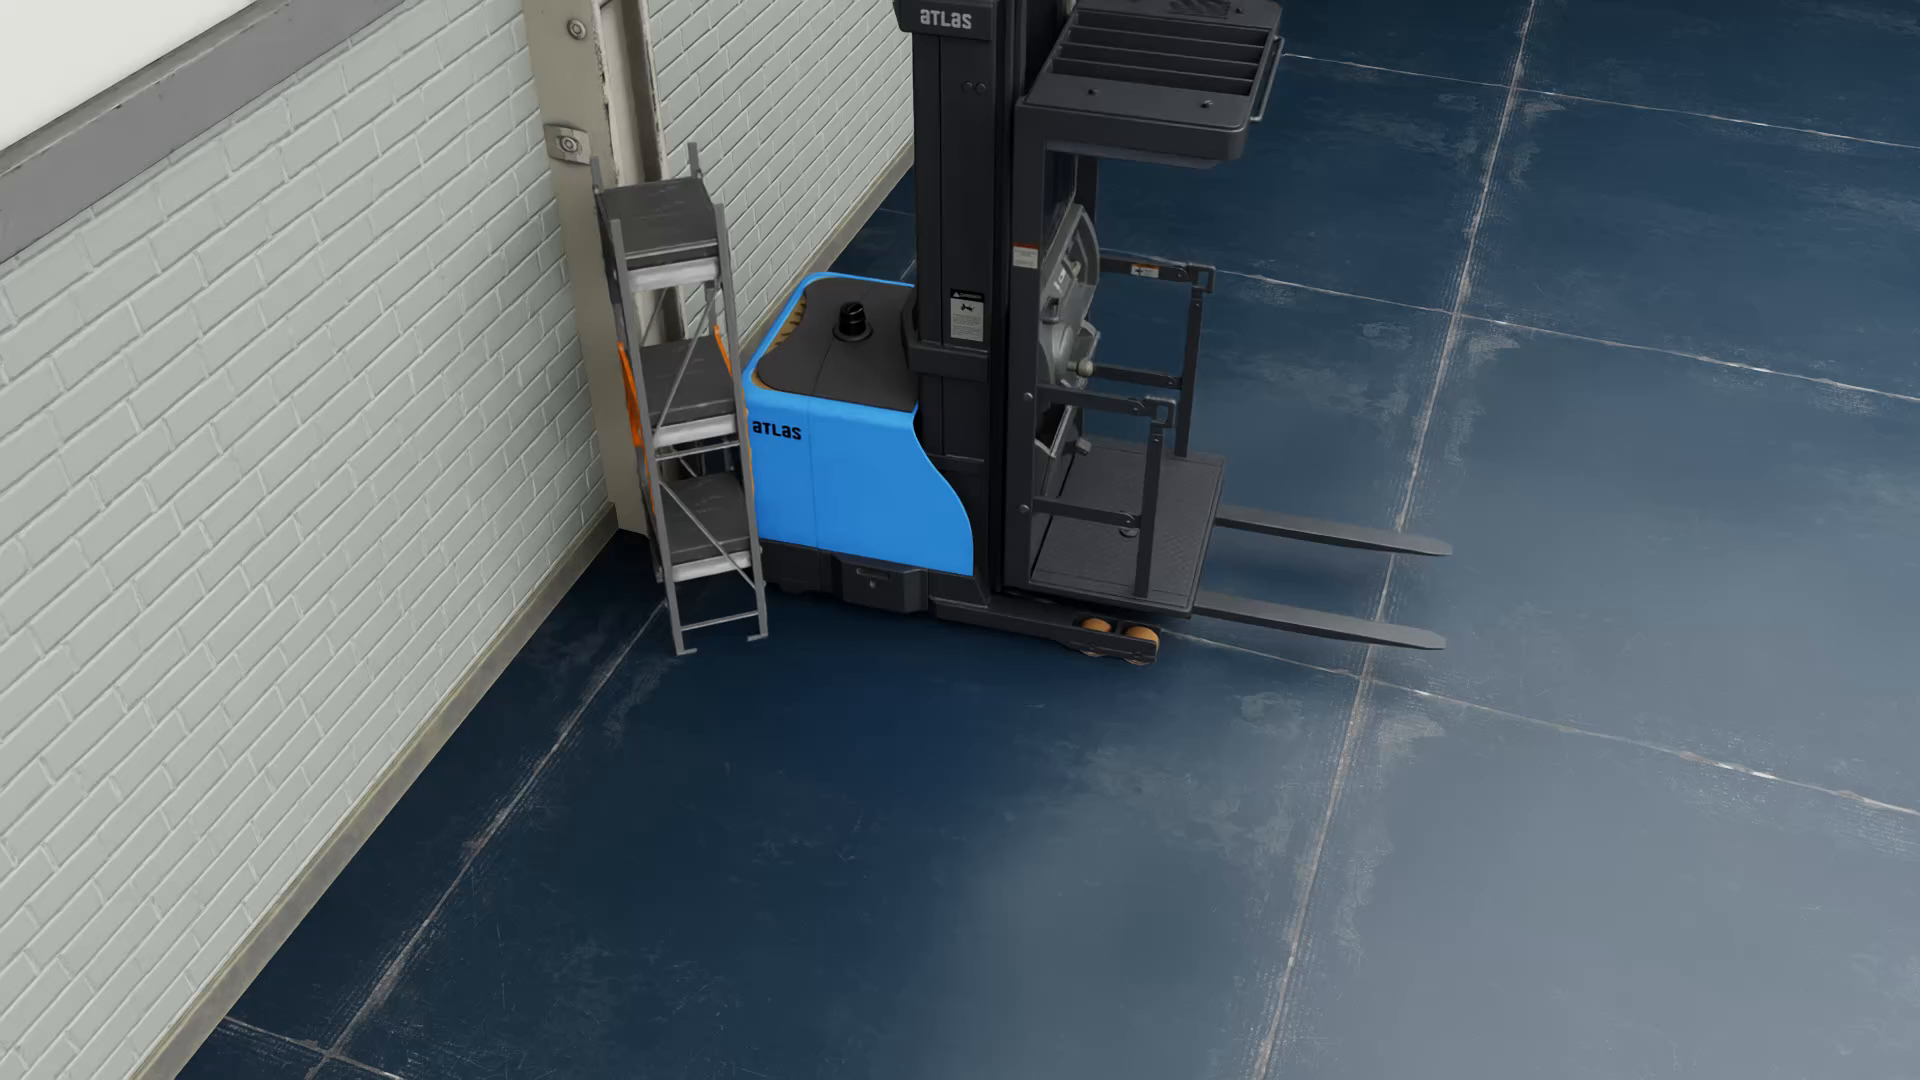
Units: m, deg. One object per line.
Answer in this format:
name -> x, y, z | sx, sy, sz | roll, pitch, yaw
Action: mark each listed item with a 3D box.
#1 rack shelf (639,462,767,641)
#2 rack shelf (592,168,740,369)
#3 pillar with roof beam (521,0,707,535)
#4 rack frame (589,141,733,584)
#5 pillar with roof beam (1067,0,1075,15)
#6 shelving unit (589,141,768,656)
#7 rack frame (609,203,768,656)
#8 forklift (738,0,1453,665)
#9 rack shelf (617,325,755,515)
rack shelf -> -1.099, 0.047, 7.130 | 0.431, 0.518, 0.480 | -12, 42, -14
rack shelf -> -1.099, -1.018, 6.222 | 0.431, 0.518, 0.480 | -12, 42, -14
pillar with roof beam -> 2.630, -2.620, 3.841 | 9.100, 9.000, 0.400 | 13, 42, 15
rack frame -> -1.174, -0.647, 6.844 | 0.400, 2.100, 0.015 | -12, 42, -14
pillar with roof beam -> 4.682, -6.279, 8.131 | 9.100, 9.000, 0.400 | 13, 42, 15
shelving unit -> -1.099, -0.496, 6.667 | 0.431, 2.100, 0.503 | -12, 42, -14
rack frame -> -1.024, -0.345, 6.491 | 0.400, 2.100, 0.015 | -12, 42, -14
forklift -> 0.624, -0.967, 6.579 | 3.031, 2.935, 1.130 | 10, 41, 12
rack shelf -> -1.099, -0.486, 6.676 | 0.431, 0.518, 0.480 | -12, 42, -14
